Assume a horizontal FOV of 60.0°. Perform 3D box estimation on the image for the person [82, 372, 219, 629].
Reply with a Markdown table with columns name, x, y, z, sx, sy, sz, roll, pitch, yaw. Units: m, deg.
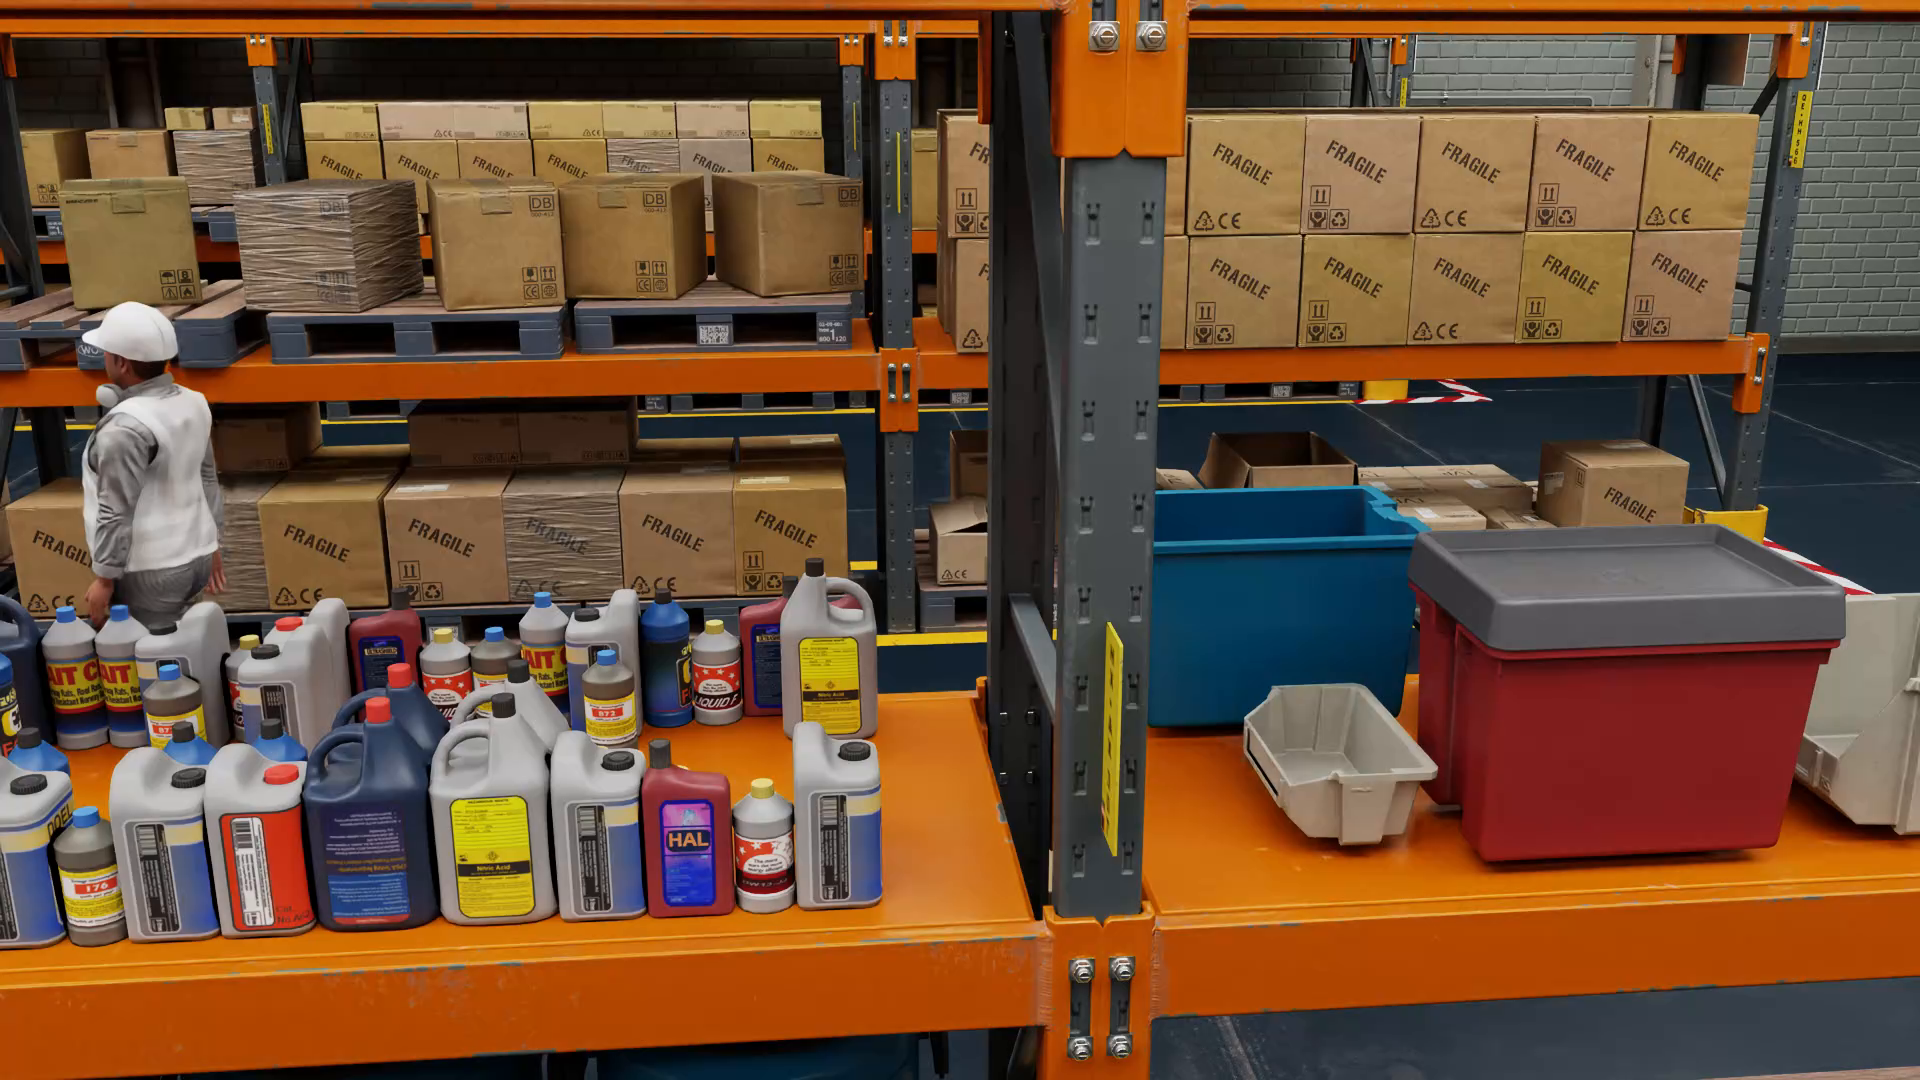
| name | x | y | z | sx | sy | sz | roll | pitch | yaw |
| --- | --- | --- | --- | --- | --- | --- | --- | --- | --- |
| person | -2.784 | 0.154 | 5.702 | 0.456 | 1.472 | 0.453 | 1 | 17 | 3 |
